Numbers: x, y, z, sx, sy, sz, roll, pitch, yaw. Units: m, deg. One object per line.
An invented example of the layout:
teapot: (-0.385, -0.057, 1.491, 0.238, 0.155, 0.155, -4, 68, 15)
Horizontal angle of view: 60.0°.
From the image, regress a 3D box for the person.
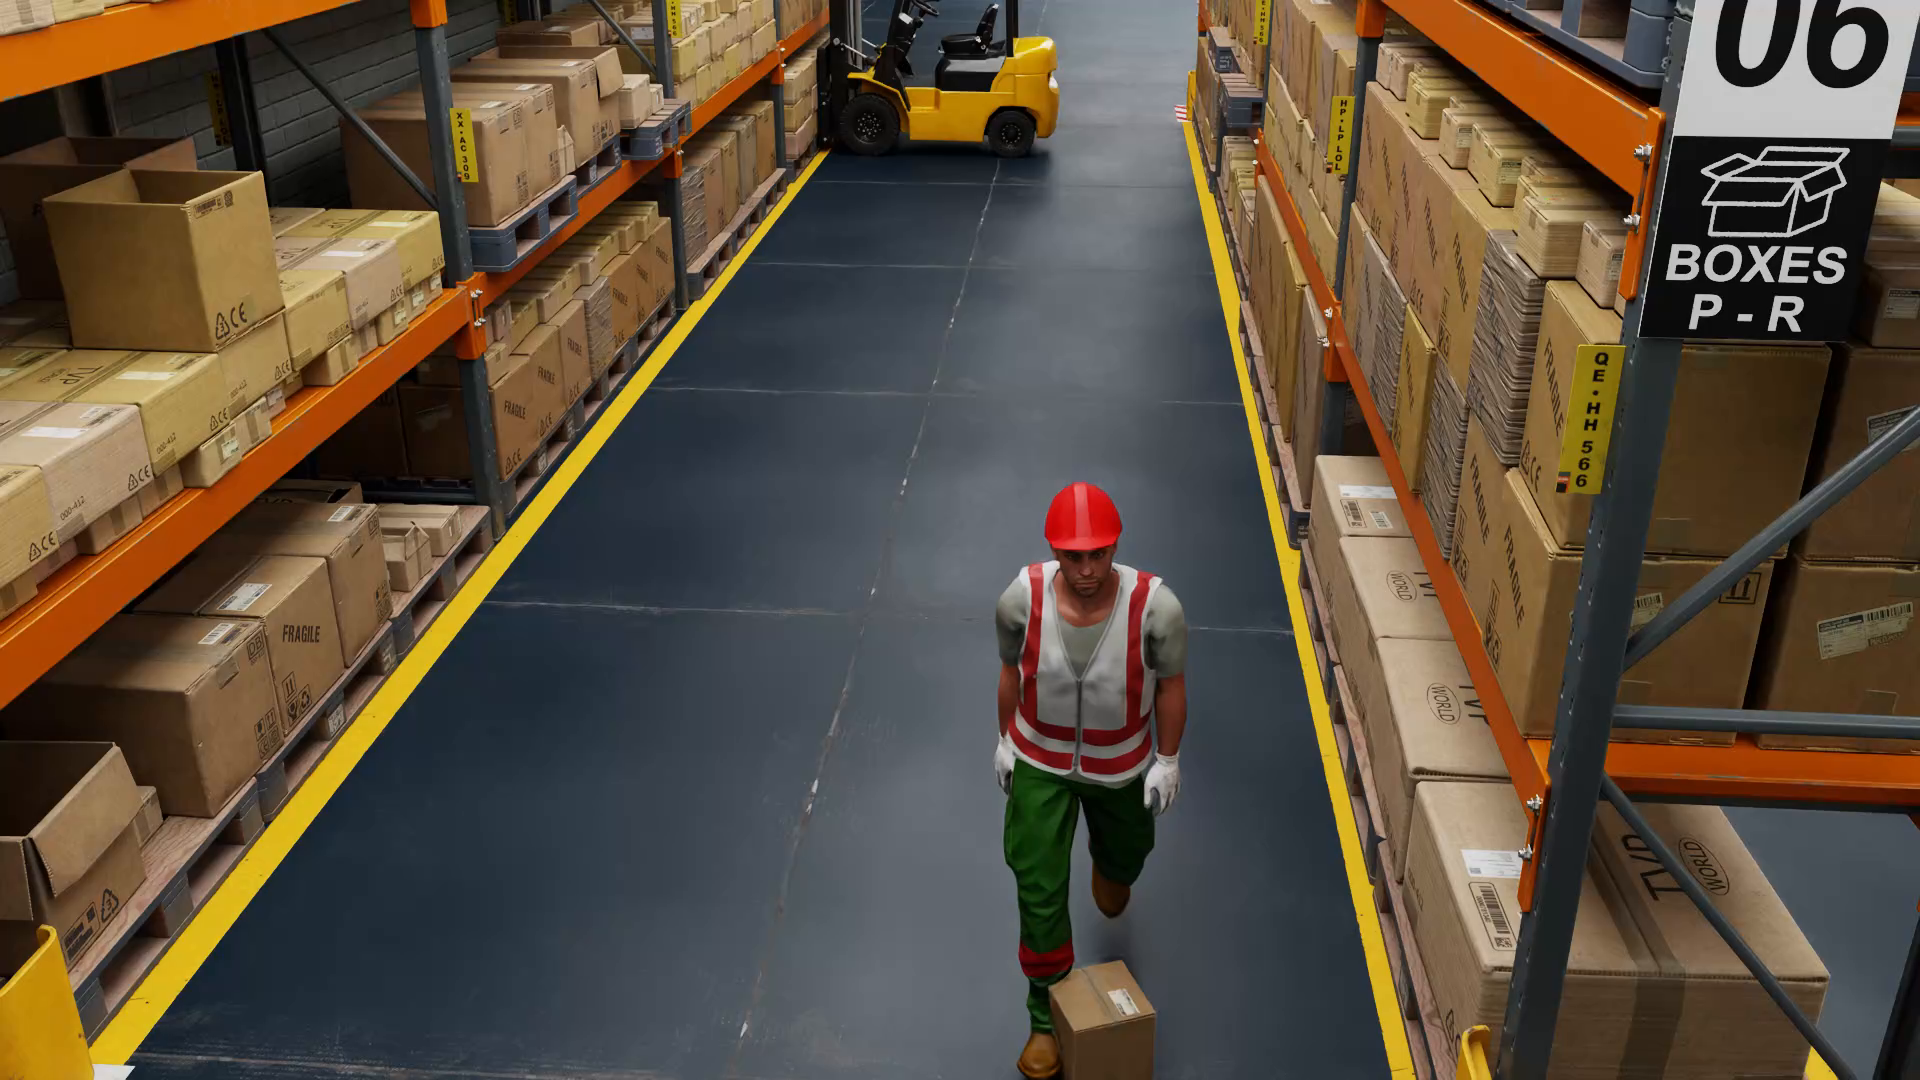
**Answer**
person: (0.369, 0.591, 4.792, 0.548, 1.750, 0.993, 3, 24, 6)
